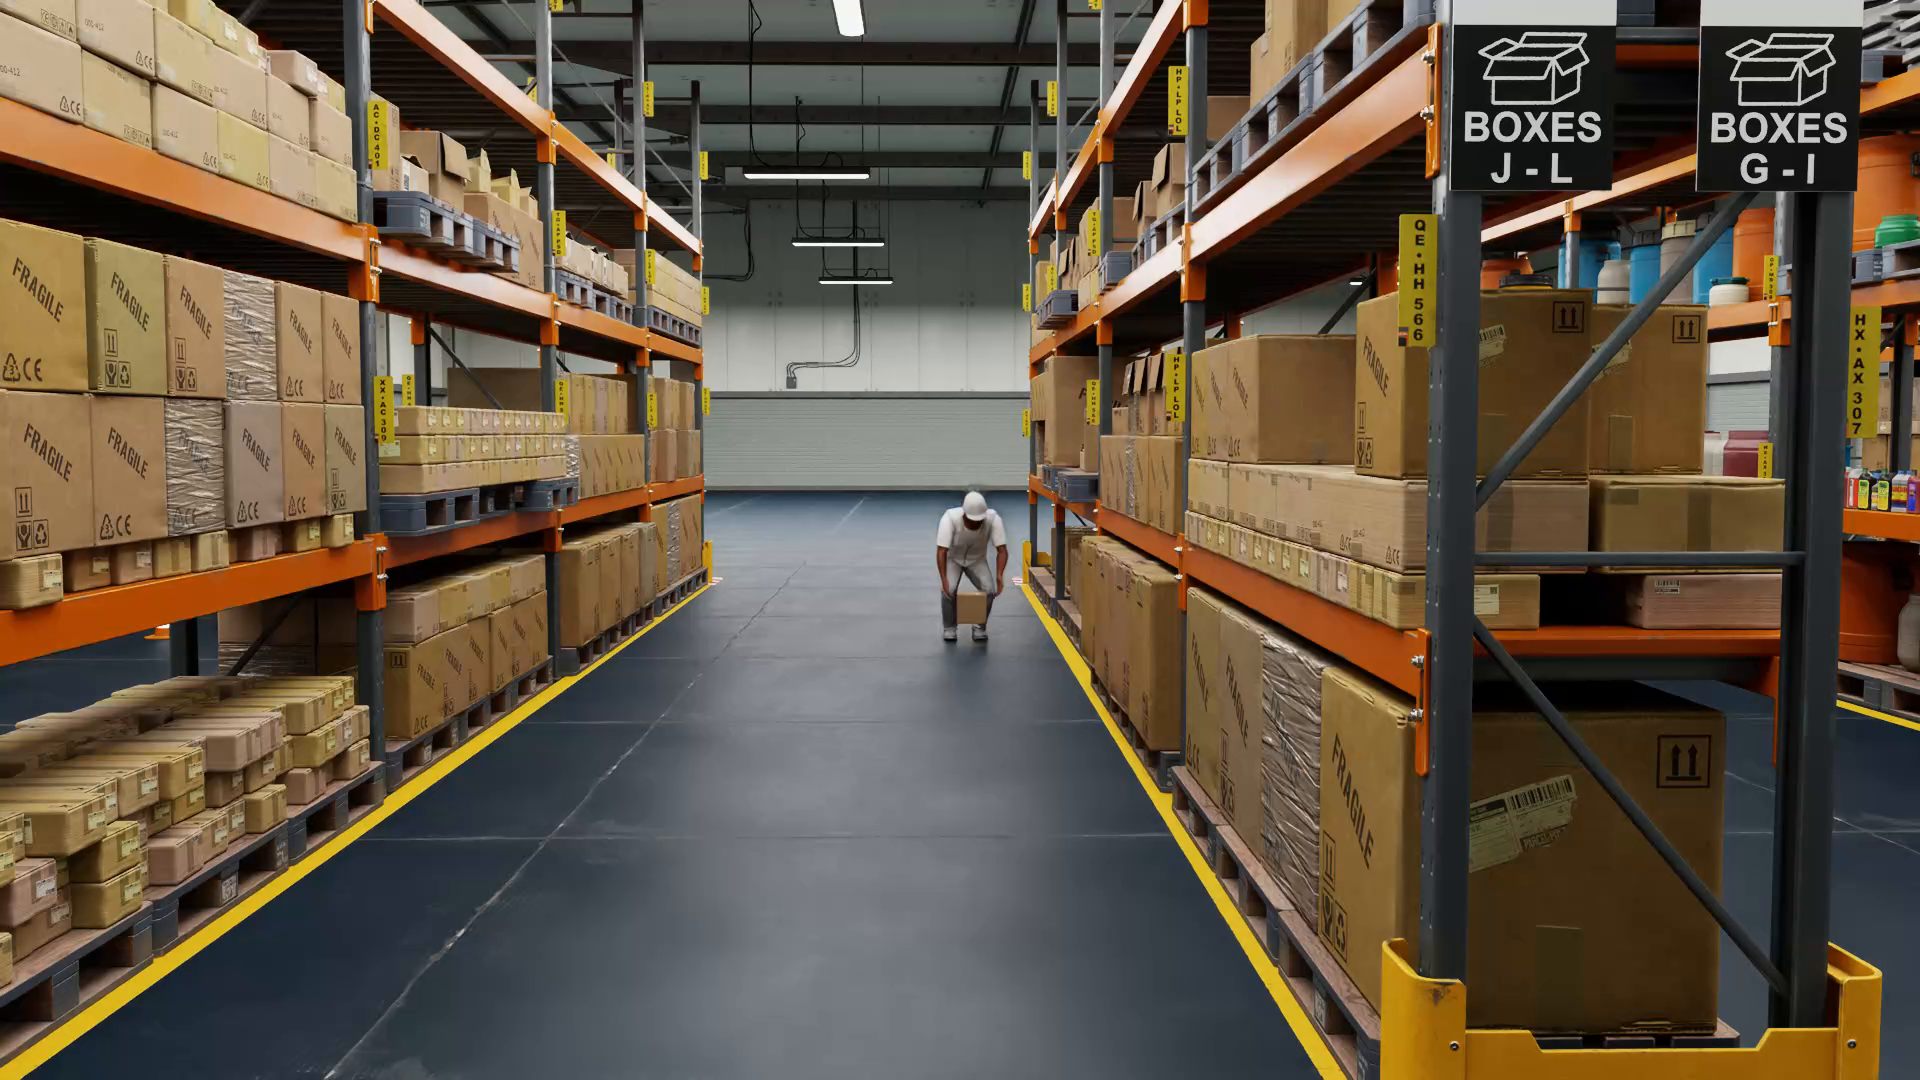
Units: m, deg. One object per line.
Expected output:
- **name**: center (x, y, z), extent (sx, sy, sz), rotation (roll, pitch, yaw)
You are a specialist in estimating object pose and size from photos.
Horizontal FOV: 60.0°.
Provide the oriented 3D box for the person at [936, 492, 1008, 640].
- **person**: center (0.095, 0.223, 14.599), extent (0.630, 1.317, 0.802), rotation (0, 4, -5)
